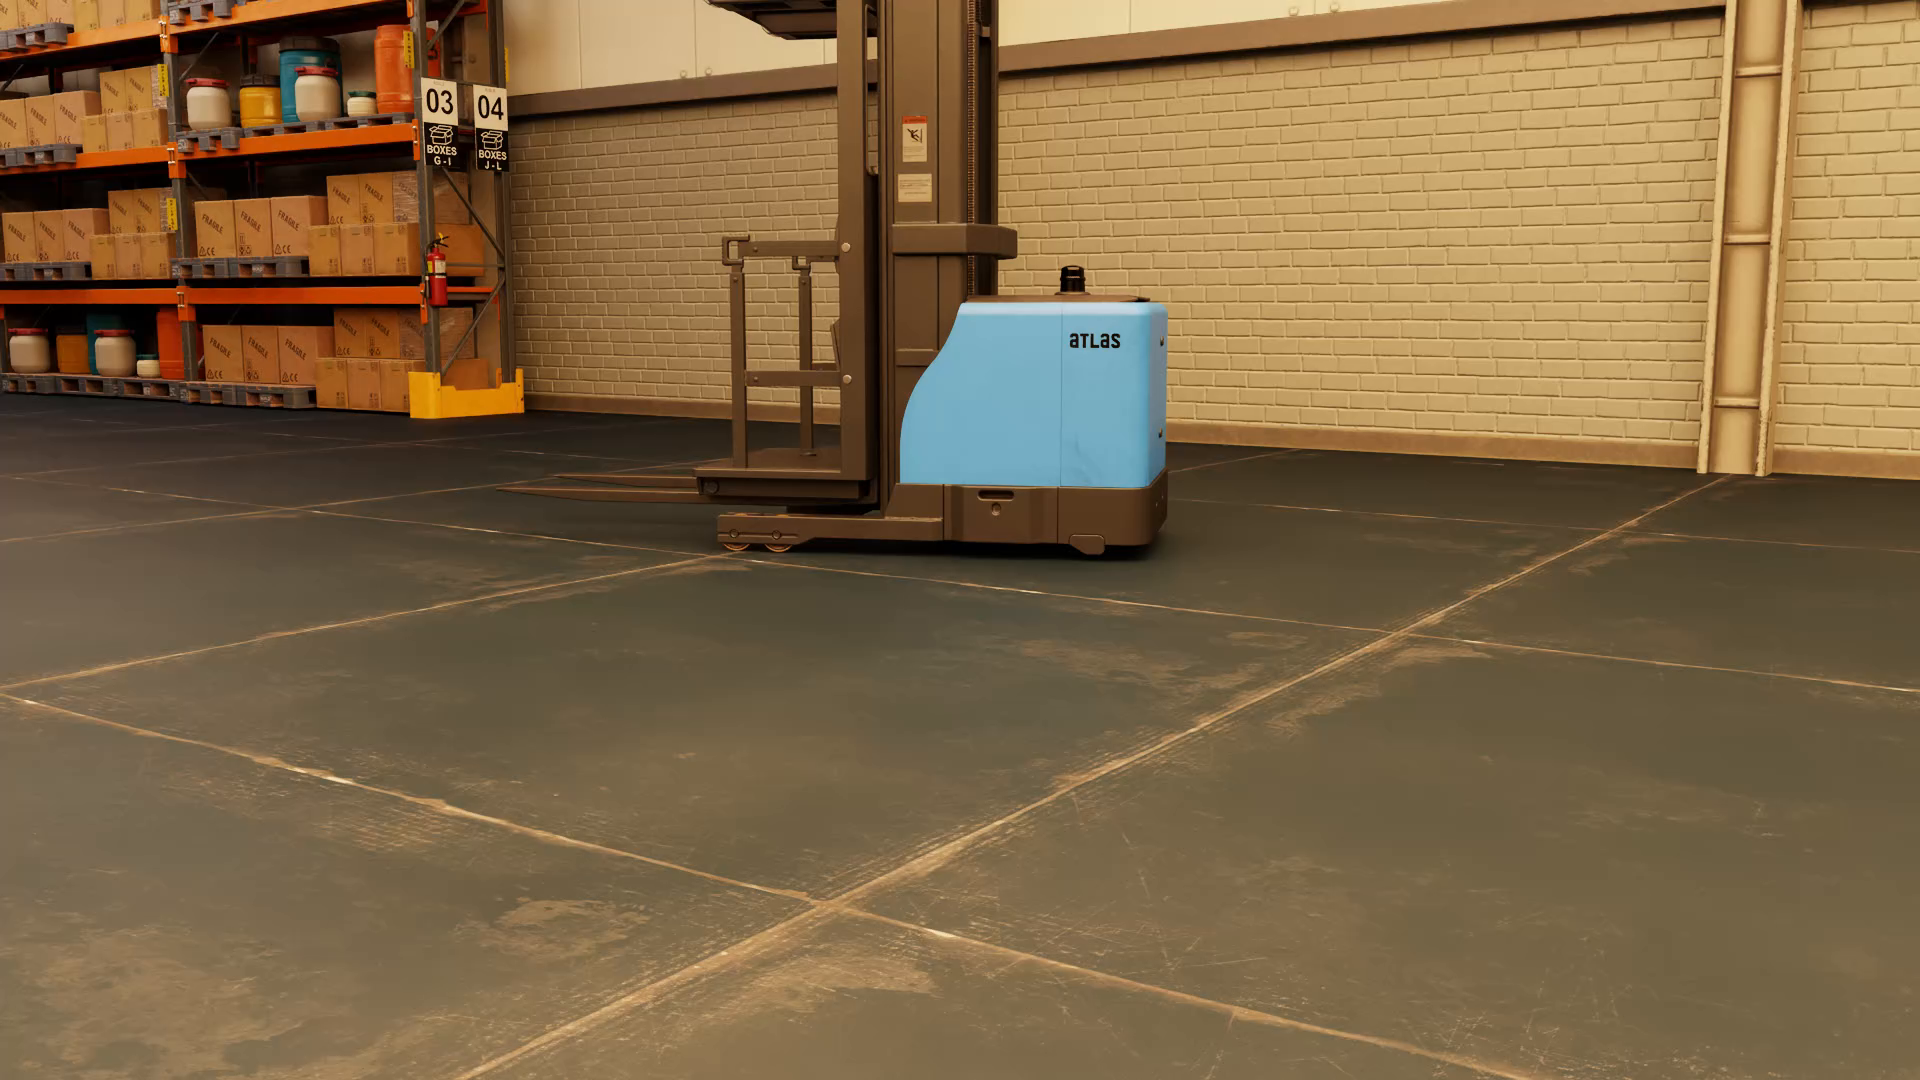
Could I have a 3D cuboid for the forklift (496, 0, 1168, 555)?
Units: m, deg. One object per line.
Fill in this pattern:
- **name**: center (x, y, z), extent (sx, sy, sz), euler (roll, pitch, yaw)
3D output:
- **forklift**: center (-0.596, -1.469, 7.520), extent (3.031, 2.935, 1.130), euler (2, 8, 12)
